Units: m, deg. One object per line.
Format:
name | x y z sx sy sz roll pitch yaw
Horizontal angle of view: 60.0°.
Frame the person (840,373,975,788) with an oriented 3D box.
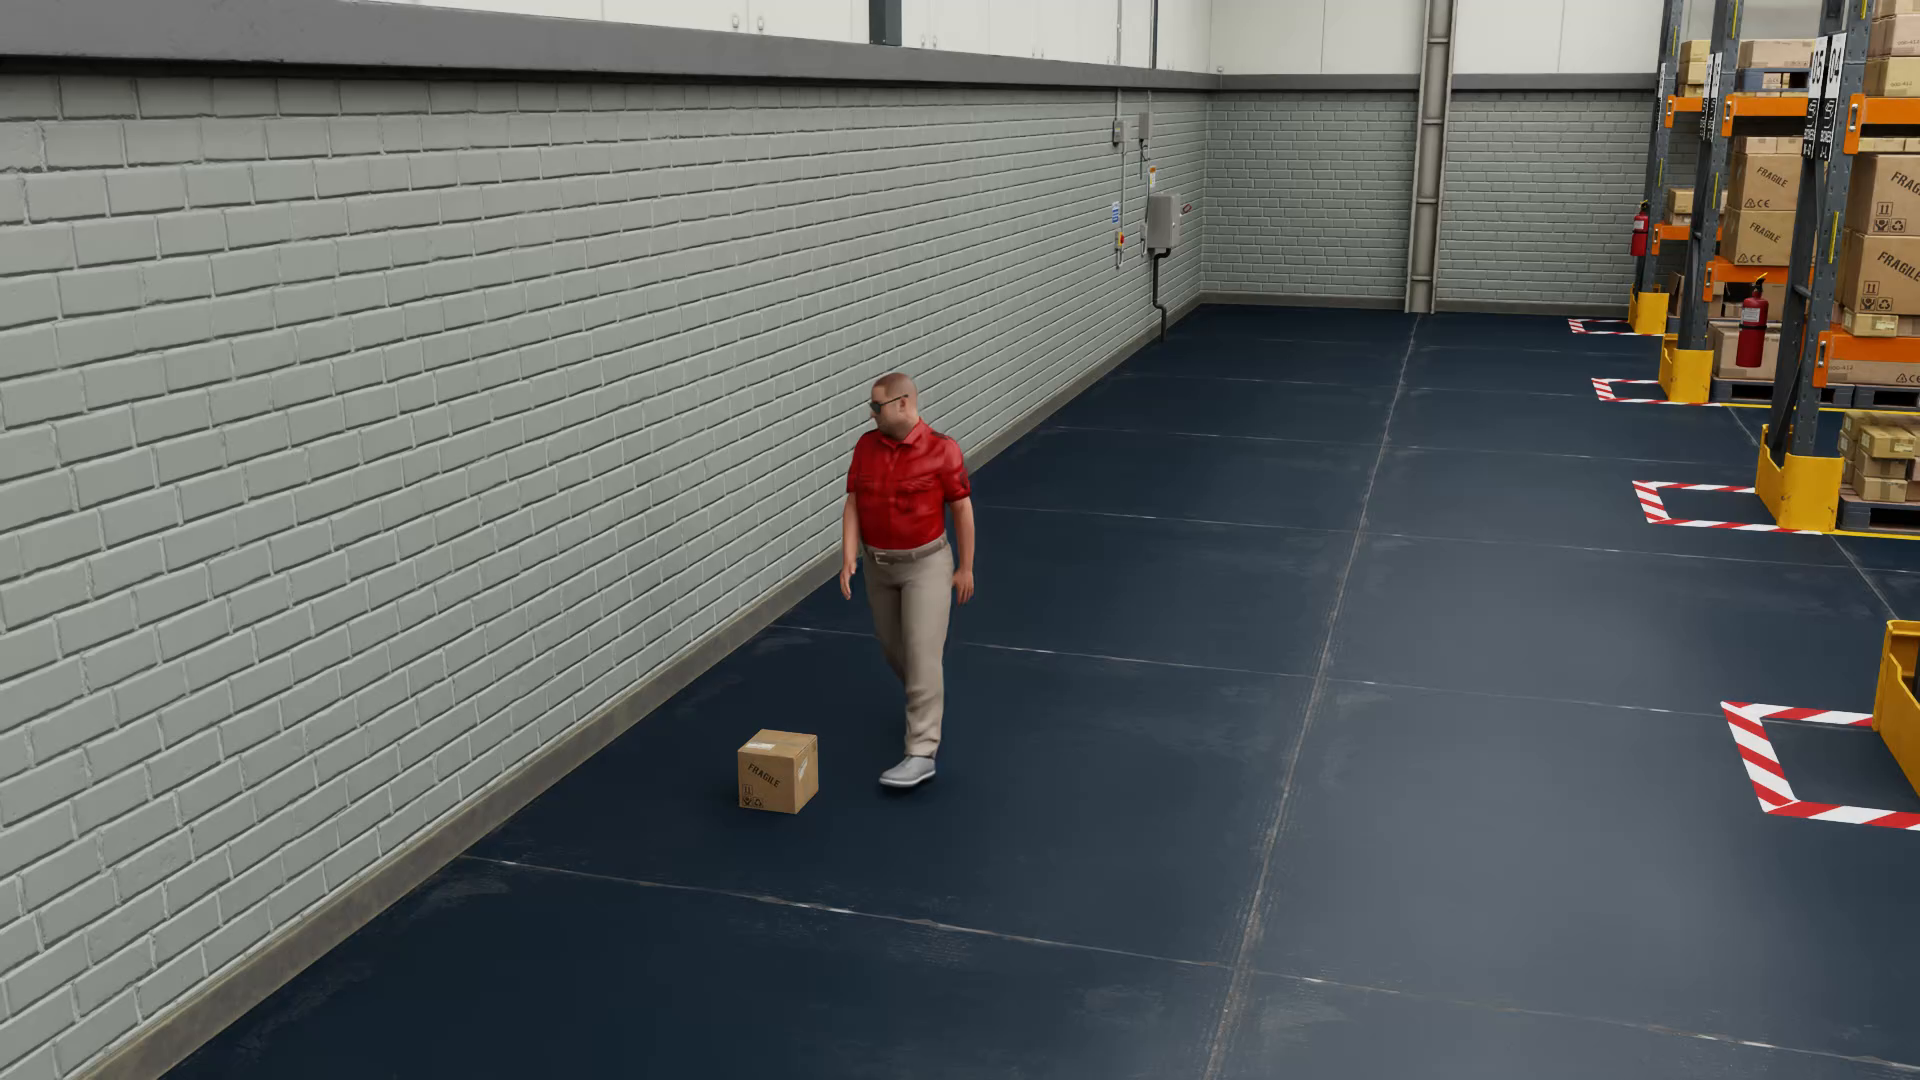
person | -0.250 0.127 7.112 0.546 1.679 0.909 8 17 28
